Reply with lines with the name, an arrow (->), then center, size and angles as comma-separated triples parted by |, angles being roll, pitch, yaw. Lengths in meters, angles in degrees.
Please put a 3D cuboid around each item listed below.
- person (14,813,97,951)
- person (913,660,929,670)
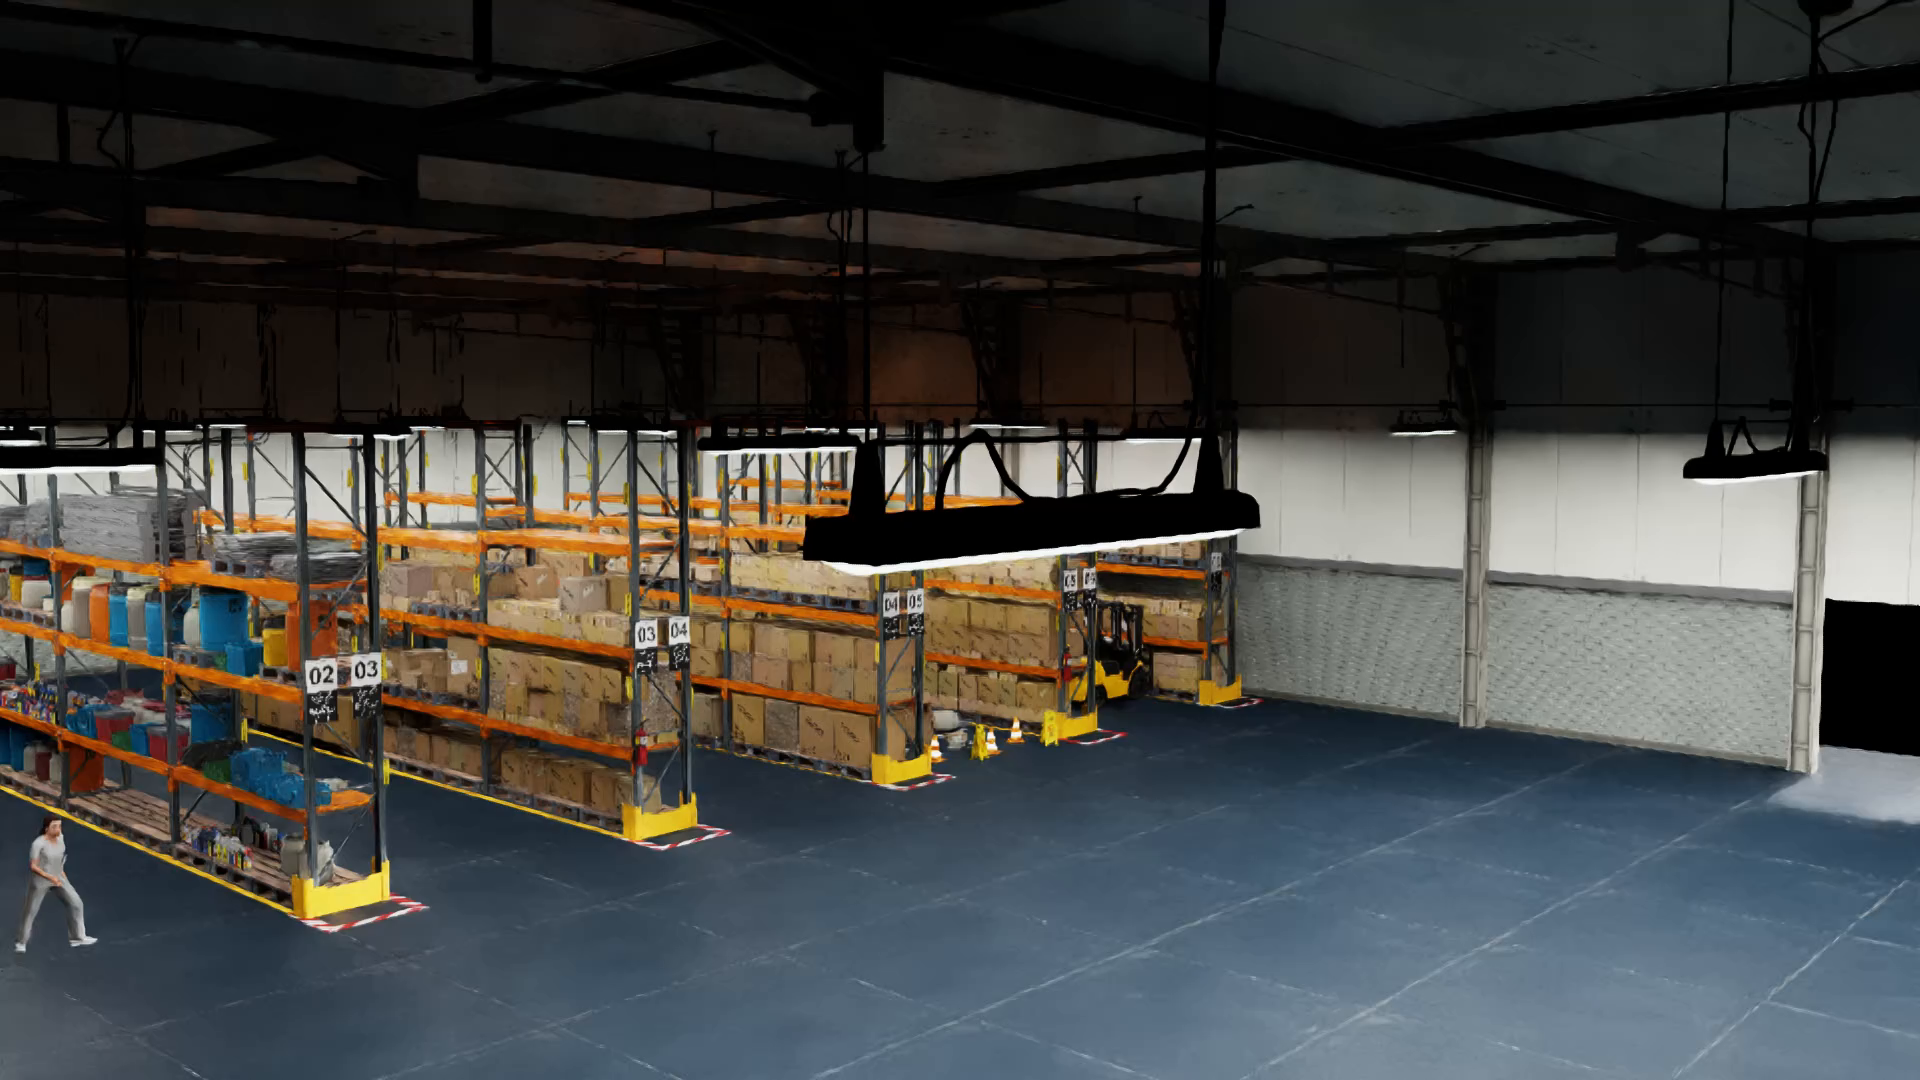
person -> -10.565, 3.944, 19.276 | 0.814, 1.604, 0.609 | 2, 5, 26
person -> -1.050, 2.219, 39.274 | 0.647, 1.773, 0.687 | -2, 5, -24
